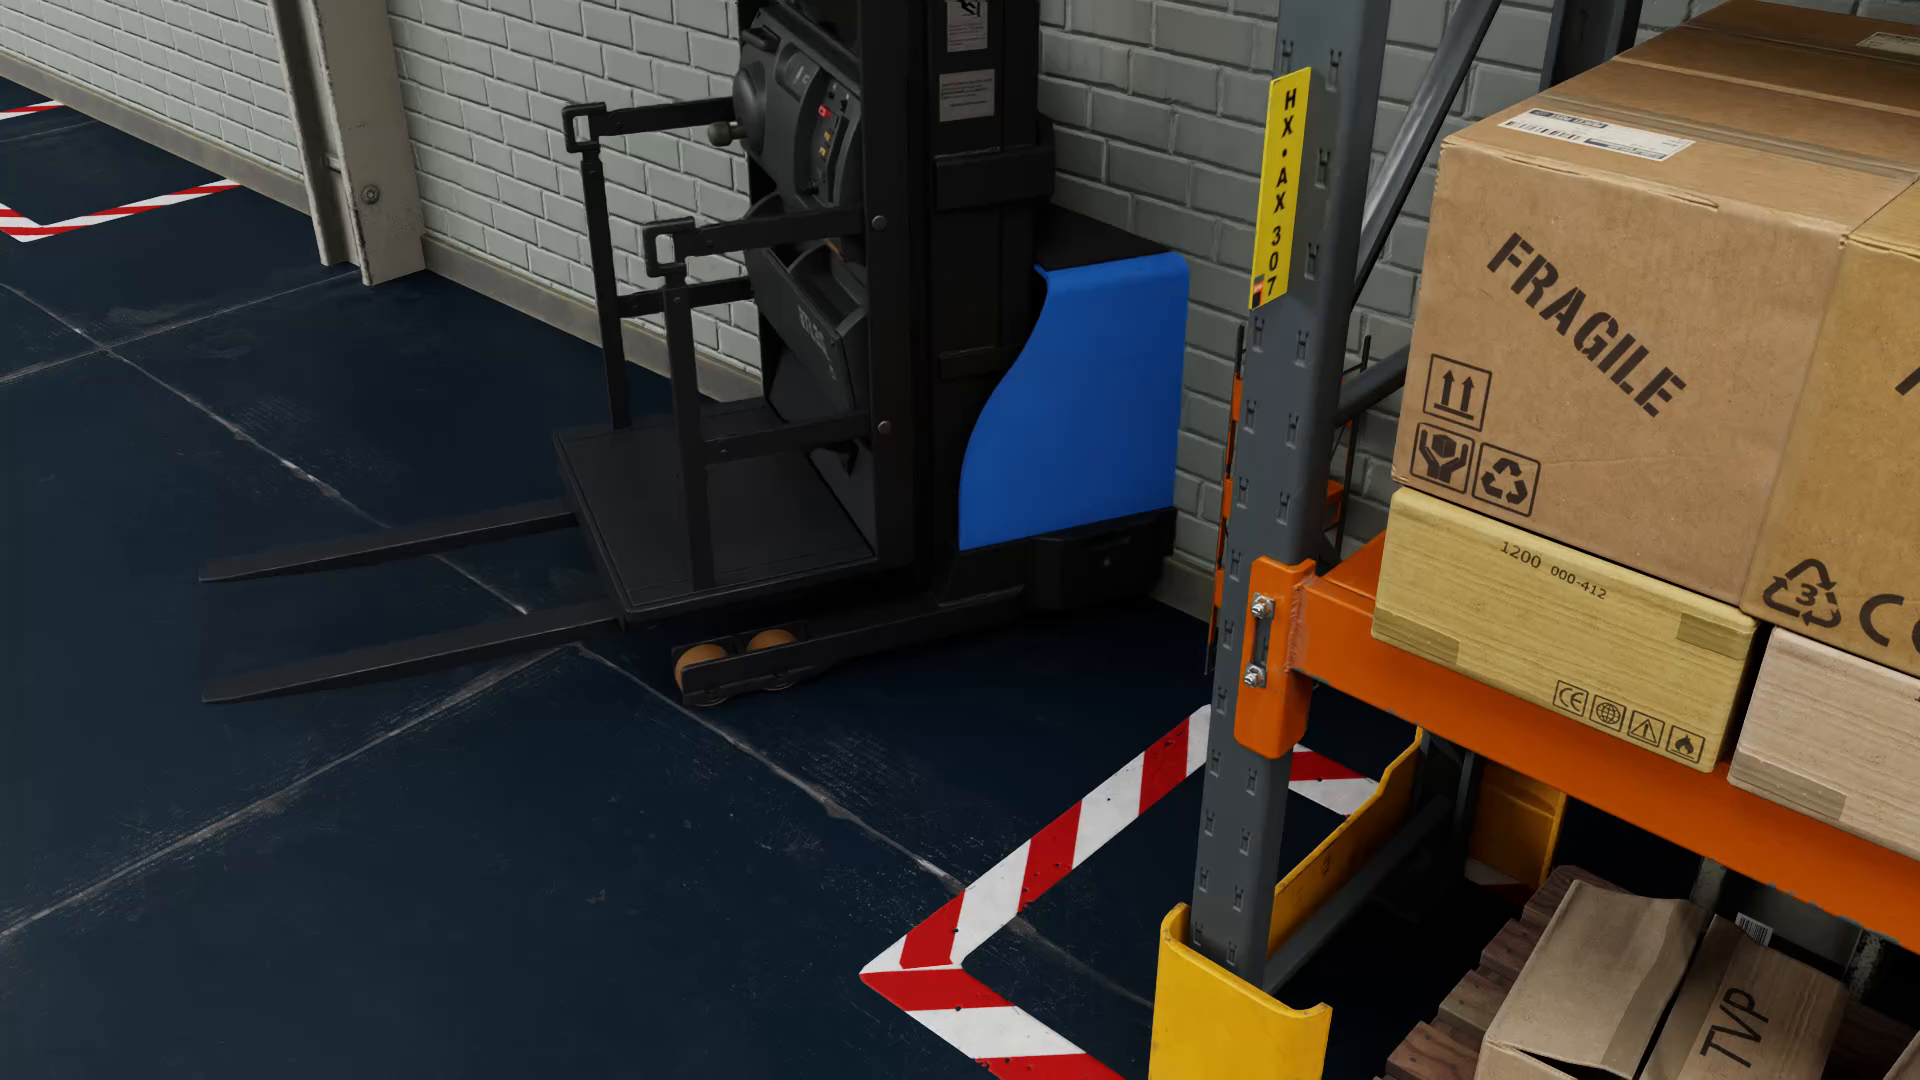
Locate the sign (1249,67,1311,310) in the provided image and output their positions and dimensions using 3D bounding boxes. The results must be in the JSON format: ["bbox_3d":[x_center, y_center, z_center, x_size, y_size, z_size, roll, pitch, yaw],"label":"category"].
[{"bbox_3d":[0.444,-0.484,2.306,0.005,0.325,0.100,25,39,35],"label":"sign"}]

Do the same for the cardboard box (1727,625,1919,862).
[{"bbox_3d":[1.352,0.200,2.136,0.500,0.250,0.500,24,38,34],"label":"cardboard box"}]

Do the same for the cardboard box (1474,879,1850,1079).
[{"bbox_3d":[1.261,0.917,2.999,0.500,0.311,0.500,20,37,30],"label":"cardboard box"}]

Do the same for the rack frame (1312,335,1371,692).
[{"bbox_3d":[0.922,-0.014,4.255,0.200,1.050,0.008,-25,39,-35],"label":"rack frame"}]

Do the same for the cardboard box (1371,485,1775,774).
[{"bbox_3d":[0.957,0.025,2.426,0.500,0.250,0.500,24,38,34],"label":"cardboard box"}]

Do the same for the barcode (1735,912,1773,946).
[{"bbox_3d":[1.543,0.766,3.241,0.075,0.075,0.001,25,39,35],"label":"barcode"}]

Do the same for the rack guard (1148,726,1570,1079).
[{"bbox_3d":[0.865,0.777,3.475,0.348,0.500,1.175,25,39,35],"label":"rack guard"}]

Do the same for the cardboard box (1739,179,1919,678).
[{"bbox_3d":[1.320,-0.131,1.959,0.500,0.500,0.500,25,39,35],"label":"cardboard box"}]

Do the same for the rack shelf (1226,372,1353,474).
[{"bbox_3d":[0.840,-0.295,4.191,0.215,0.259,0.240,-25,39,-35],"label":"rack shelf"}]

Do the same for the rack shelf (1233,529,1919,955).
[{"bbox_3d":[2.291,0.680,1.910,4.000,0.370,1.077,25,39,35],"label":"rack shelf"}]

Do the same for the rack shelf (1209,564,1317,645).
[{"bbox_3d":[0.839,0.186,4.482,0.215,0.259,0.240,-25,39,-35],"label":"rack shelf"}]

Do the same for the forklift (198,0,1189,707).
[{"bbox_3d":[-0.613,-1.114,4.258,3.031,2.935,1.130,-12,33,-19],"label":"forklift"}]

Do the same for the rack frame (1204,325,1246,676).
[{"bbox_3d":[0.758,-0.108,4.409,0.200,1.050,0.008,-25,39,-35],"label":"rack frame"}]

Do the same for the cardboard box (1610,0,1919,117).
[{"bbox_3d":[1.301,-0.504,2.578,0.500,0.500,0.500,25,39,35],"label":"cardboard box"}]

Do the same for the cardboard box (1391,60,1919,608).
[{"bbox_3d":[0.961,-0.306,2.249,0.500,0.500,0.500,25,39,35],"label":"cardboard box"}]

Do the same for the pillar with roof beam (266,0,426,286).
[{"bbox_3d":[-5.430,-3.410,2.189,0.400,9.000,9.100,25,39,35],"label":"pillar with roof beam"}]

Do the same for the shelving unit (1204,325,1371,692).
[{"bbox_3d":[0.840,-0.061,4.332,0.215,1.050,0.252,-25,39,-35],"label":"shelving unit"}]

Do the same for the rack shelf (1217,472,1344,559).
[{"bbox_3d":[0.840,-0.052,4.338,0.215,0.259,0.240,-25,39,-35],"label":"rack shelf"}]

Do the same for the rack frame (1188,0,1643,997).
[{"bbox_3d":[0.808,-0.321,2.874,0.127,3.000,1.000,25,39,35],"label":"rack frame"}]

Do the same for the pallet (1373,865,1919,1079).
[{"bbox_3d":[1.443,1.195,3.060,1.213,0.211,1.003,25,39,35],"label":"pallet"}]
